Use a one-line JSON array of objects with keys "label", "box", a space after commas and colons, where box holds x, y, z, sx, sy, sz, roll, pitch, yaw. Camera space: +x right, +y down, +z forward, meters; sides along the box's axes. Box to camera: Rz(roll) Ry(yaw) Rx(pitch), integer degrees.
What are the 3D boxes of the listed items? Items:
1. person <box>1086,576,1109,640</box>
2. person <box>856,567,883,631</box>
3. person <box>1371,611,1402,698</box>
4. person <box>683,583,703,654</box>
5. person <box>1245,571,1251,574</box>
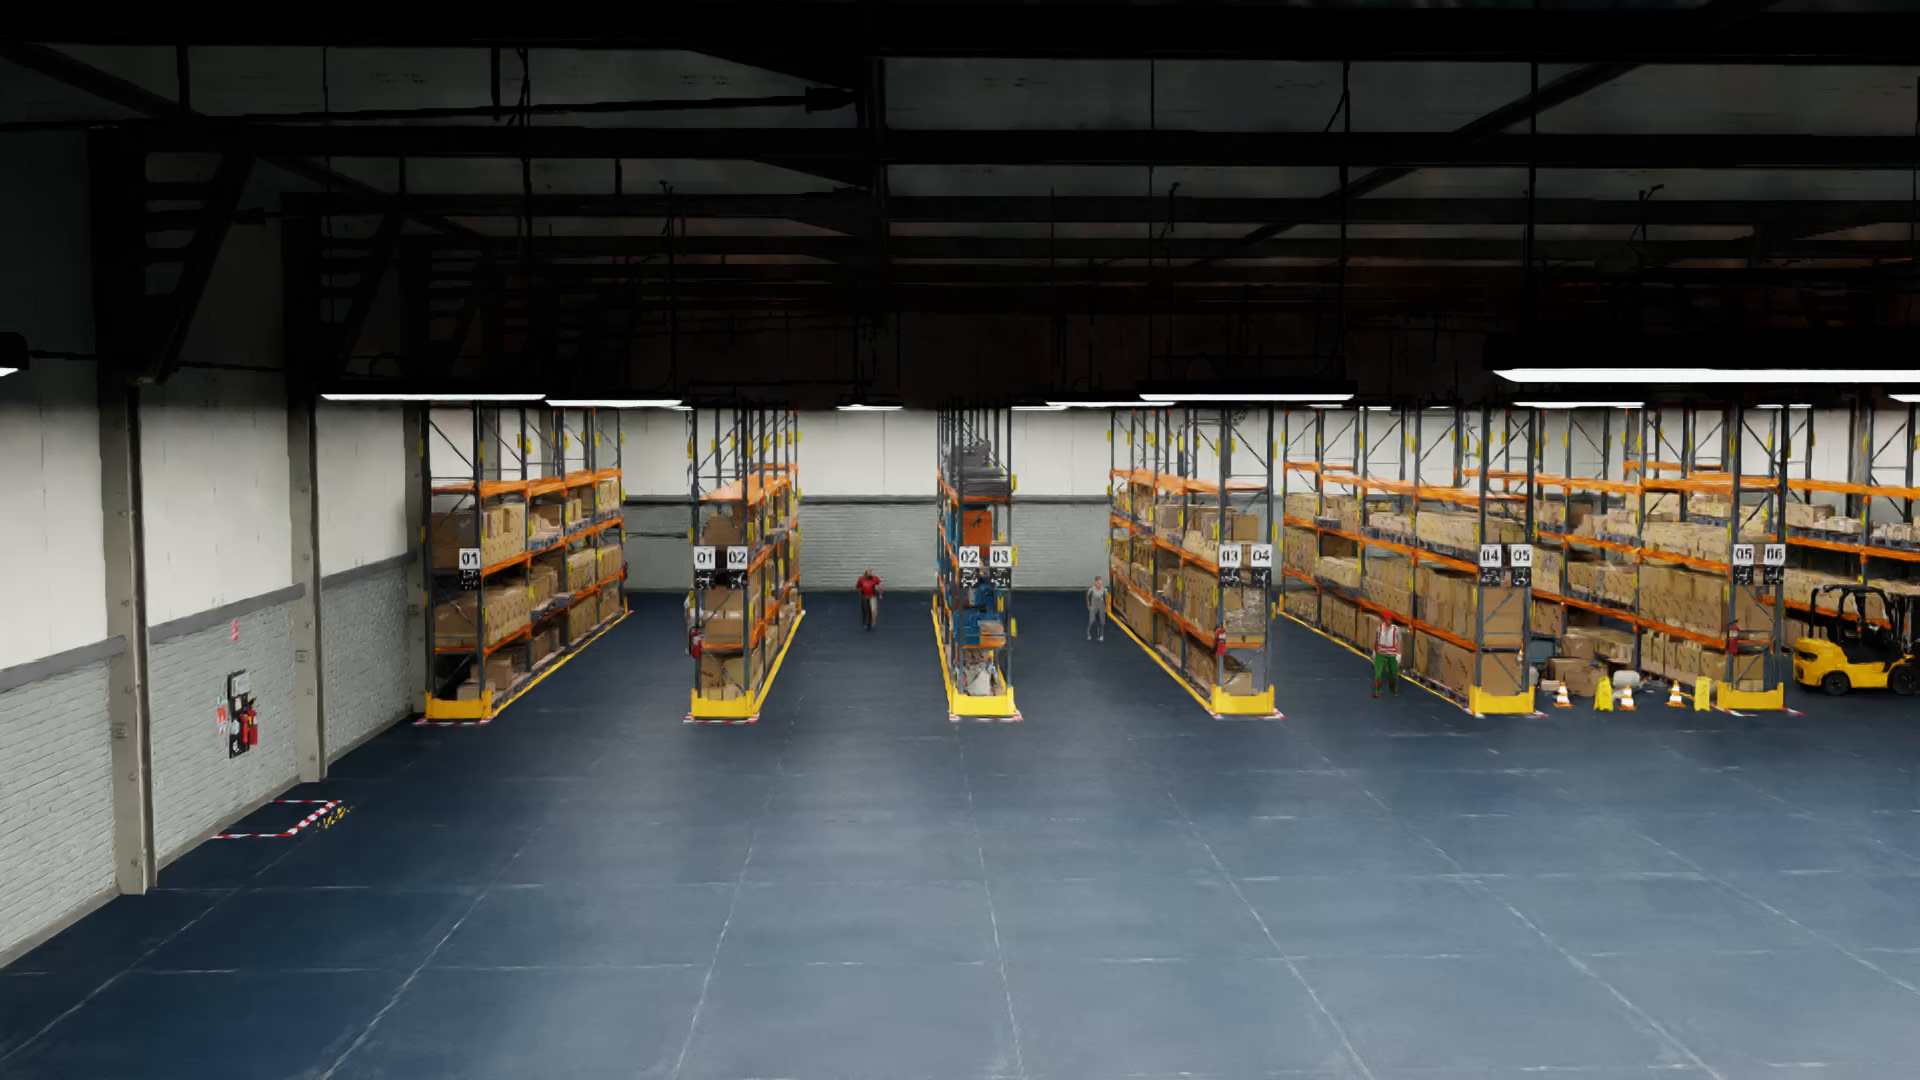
[{"label": "person", "box": [3.437, 1.706, 41.654, 0.580, 1.618, 0.507, 0, 4, -4]}, {"label": "person", "box": [-2.395, 1.523, 43.670, 0.686, 1.666, 0.867, 0, 4, 3]}, {"label": "person", "box": [8.548, 2.281, 33.330, 0.593, 1.744, 0.961, 2, 5, 21]}, {"label": "person", "box": [-6.353, 1.842, 39.412, 0.478, 1.667, 0.523, 2, 5, 28]}, {"label": "person", "box": [8.541, 1.162, 48.571, 0.640, 1.606, 0.834, 2, 5, 21]}]
